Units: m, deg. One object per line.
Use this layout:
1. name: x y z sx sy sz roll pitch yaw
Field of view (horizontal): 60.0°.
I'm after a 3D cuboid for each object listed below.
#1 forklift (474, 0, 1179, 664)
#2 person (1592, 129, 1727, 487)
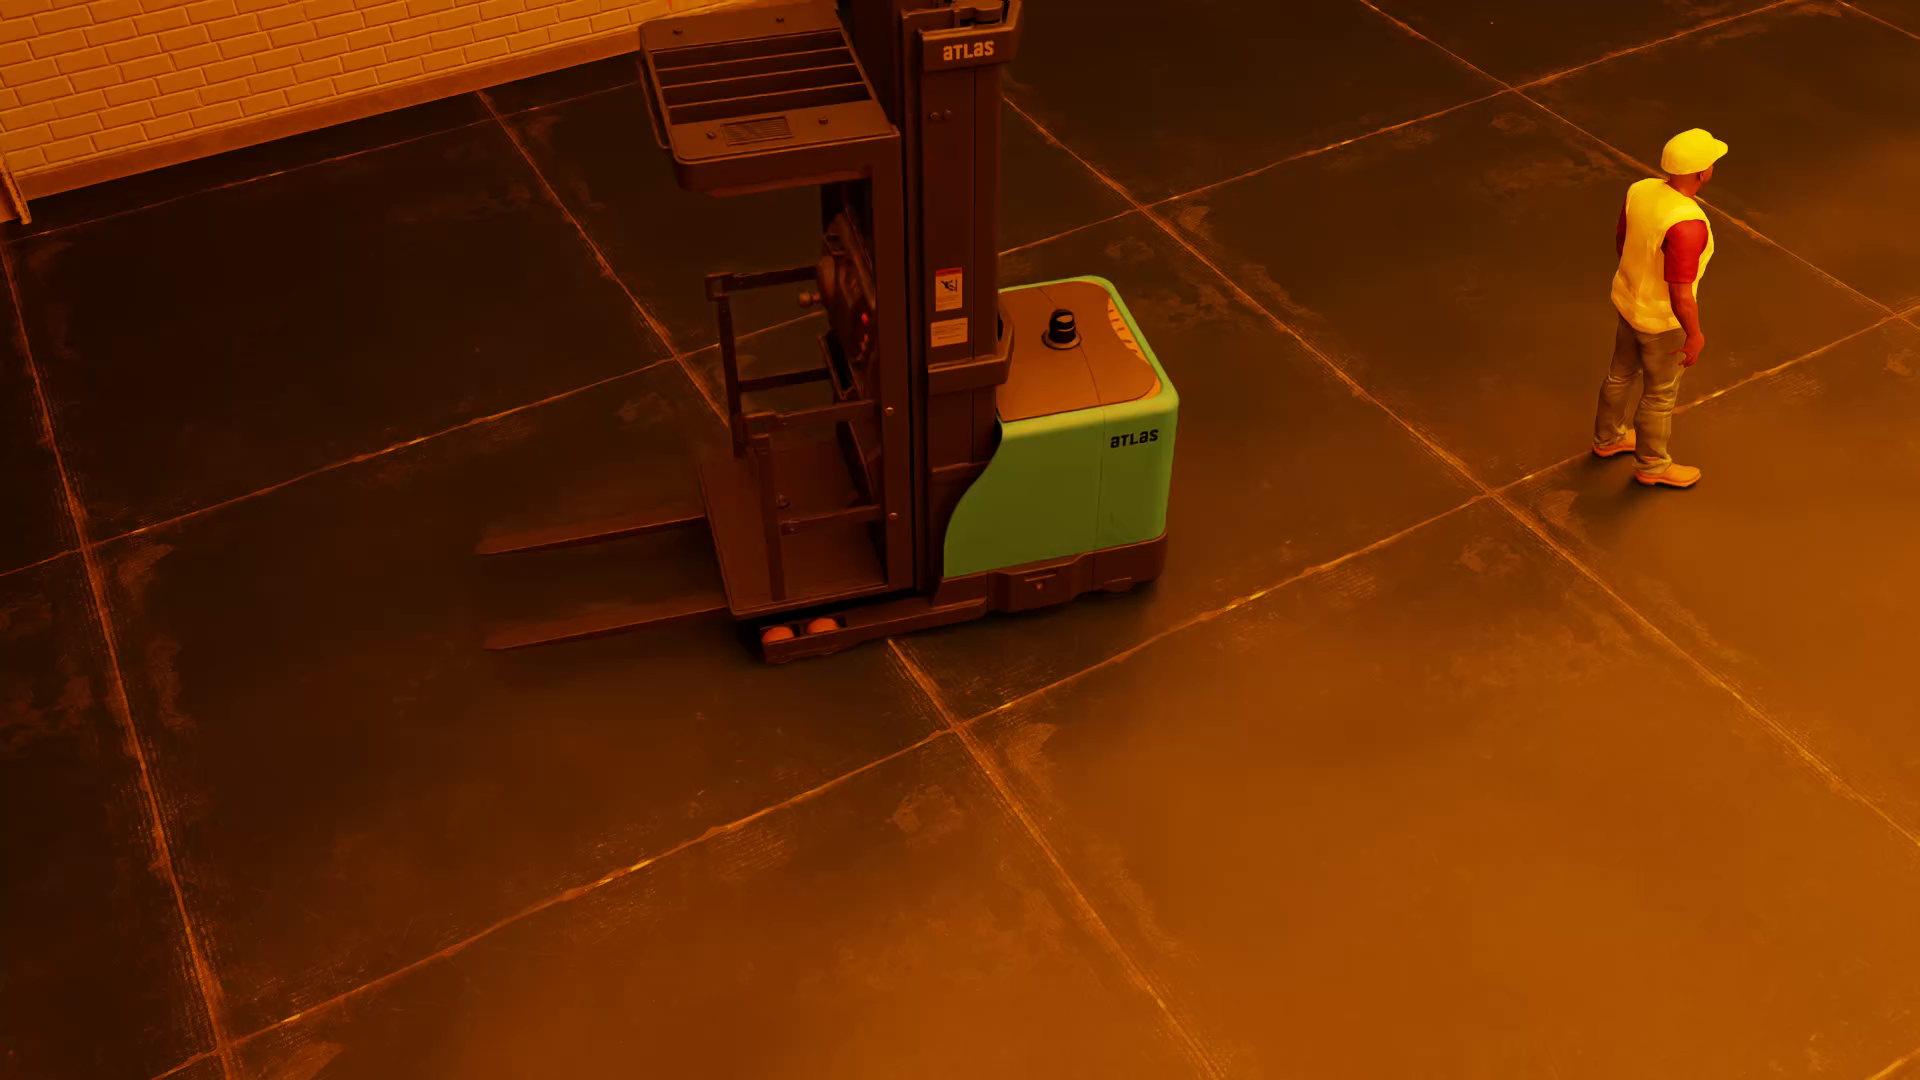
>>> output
1. forklift: -0.642 -0.935 6.706 3.031 2.935 1.130 -10 44 -11
2. person: 3.294 -1.090 7.720 0.577 1.765 0.666 -7 43 -7
